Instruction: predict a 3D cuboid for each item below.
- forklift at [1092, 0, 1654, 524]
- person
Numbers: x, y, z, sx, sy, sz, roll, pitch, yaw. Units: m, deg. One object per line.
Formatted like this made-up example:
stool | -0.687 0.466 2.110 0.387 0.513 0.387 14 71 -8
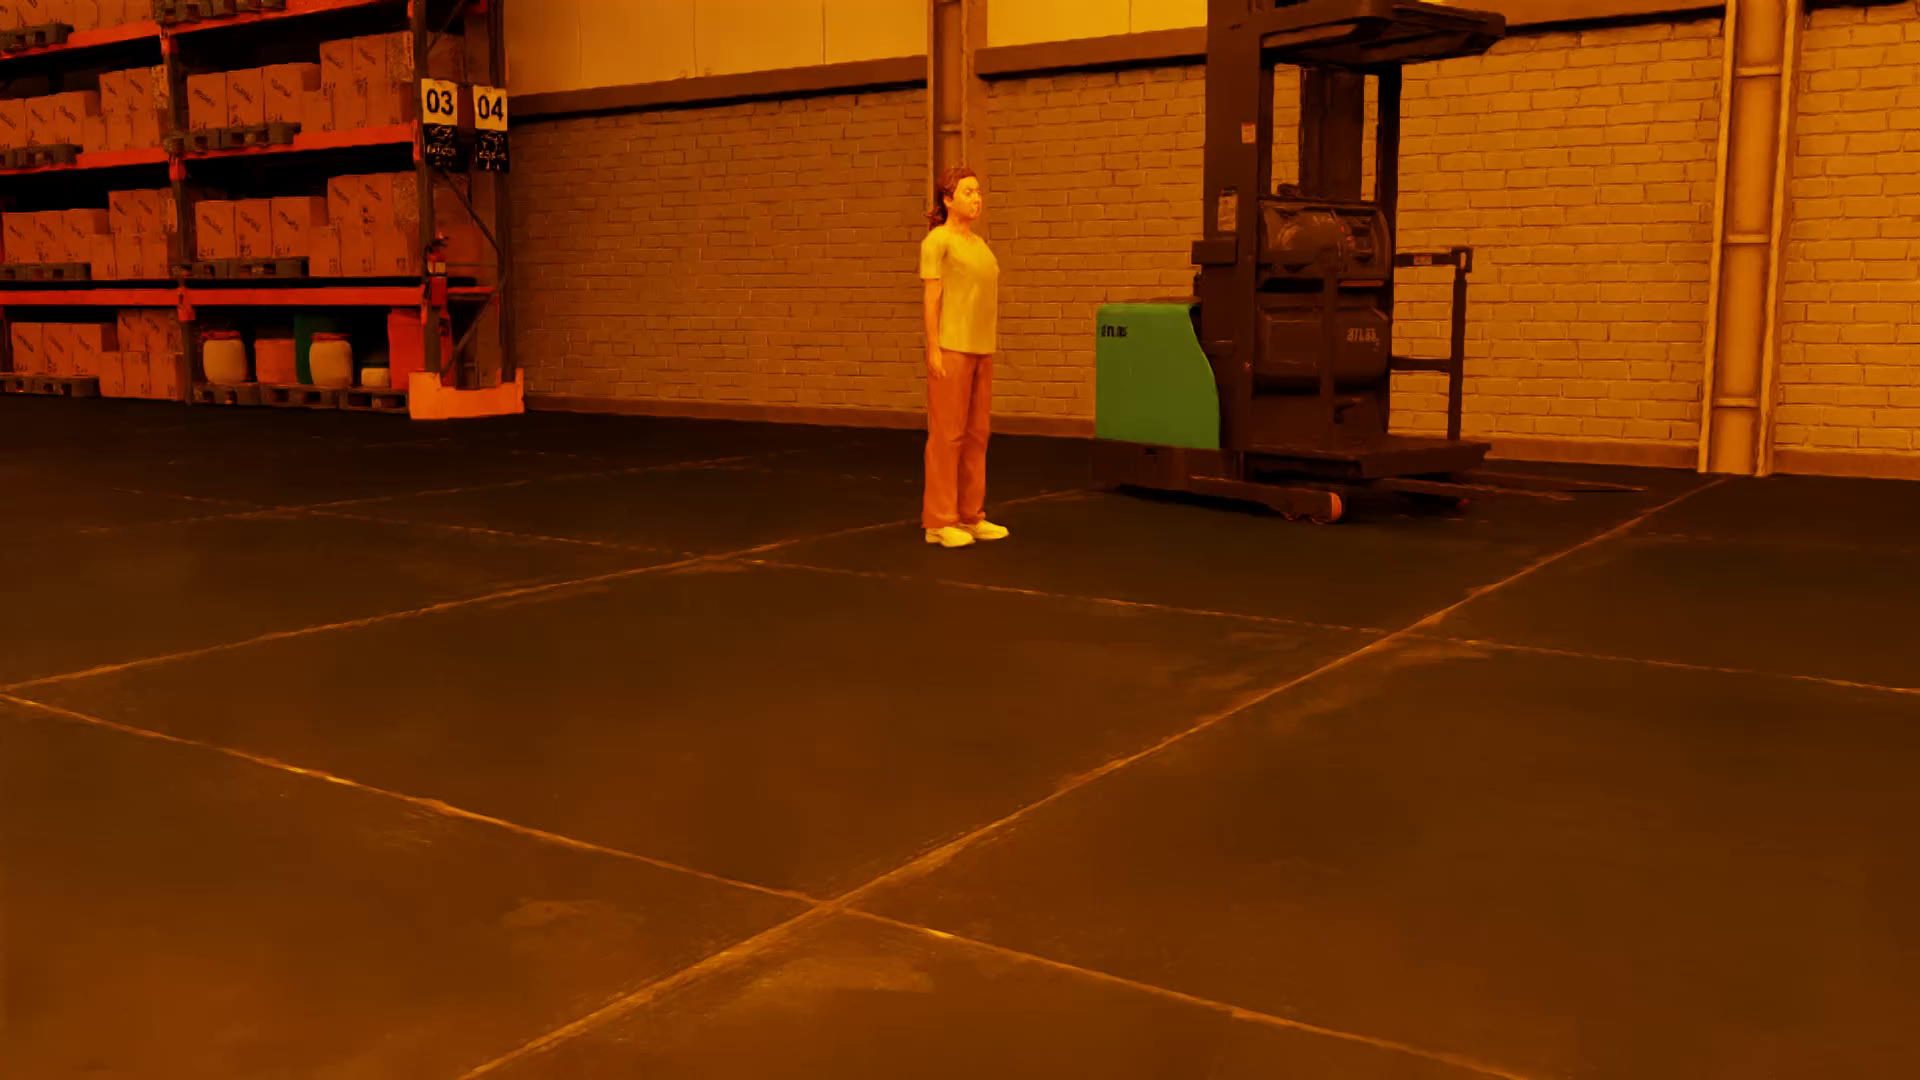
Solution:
forklift | 2.031 -1.606 8.483 1.130 2.935 3.031 -6 10 -36
person | 0.008 -0.827 7.483 0.365 1.673 0.429 5 10 34
